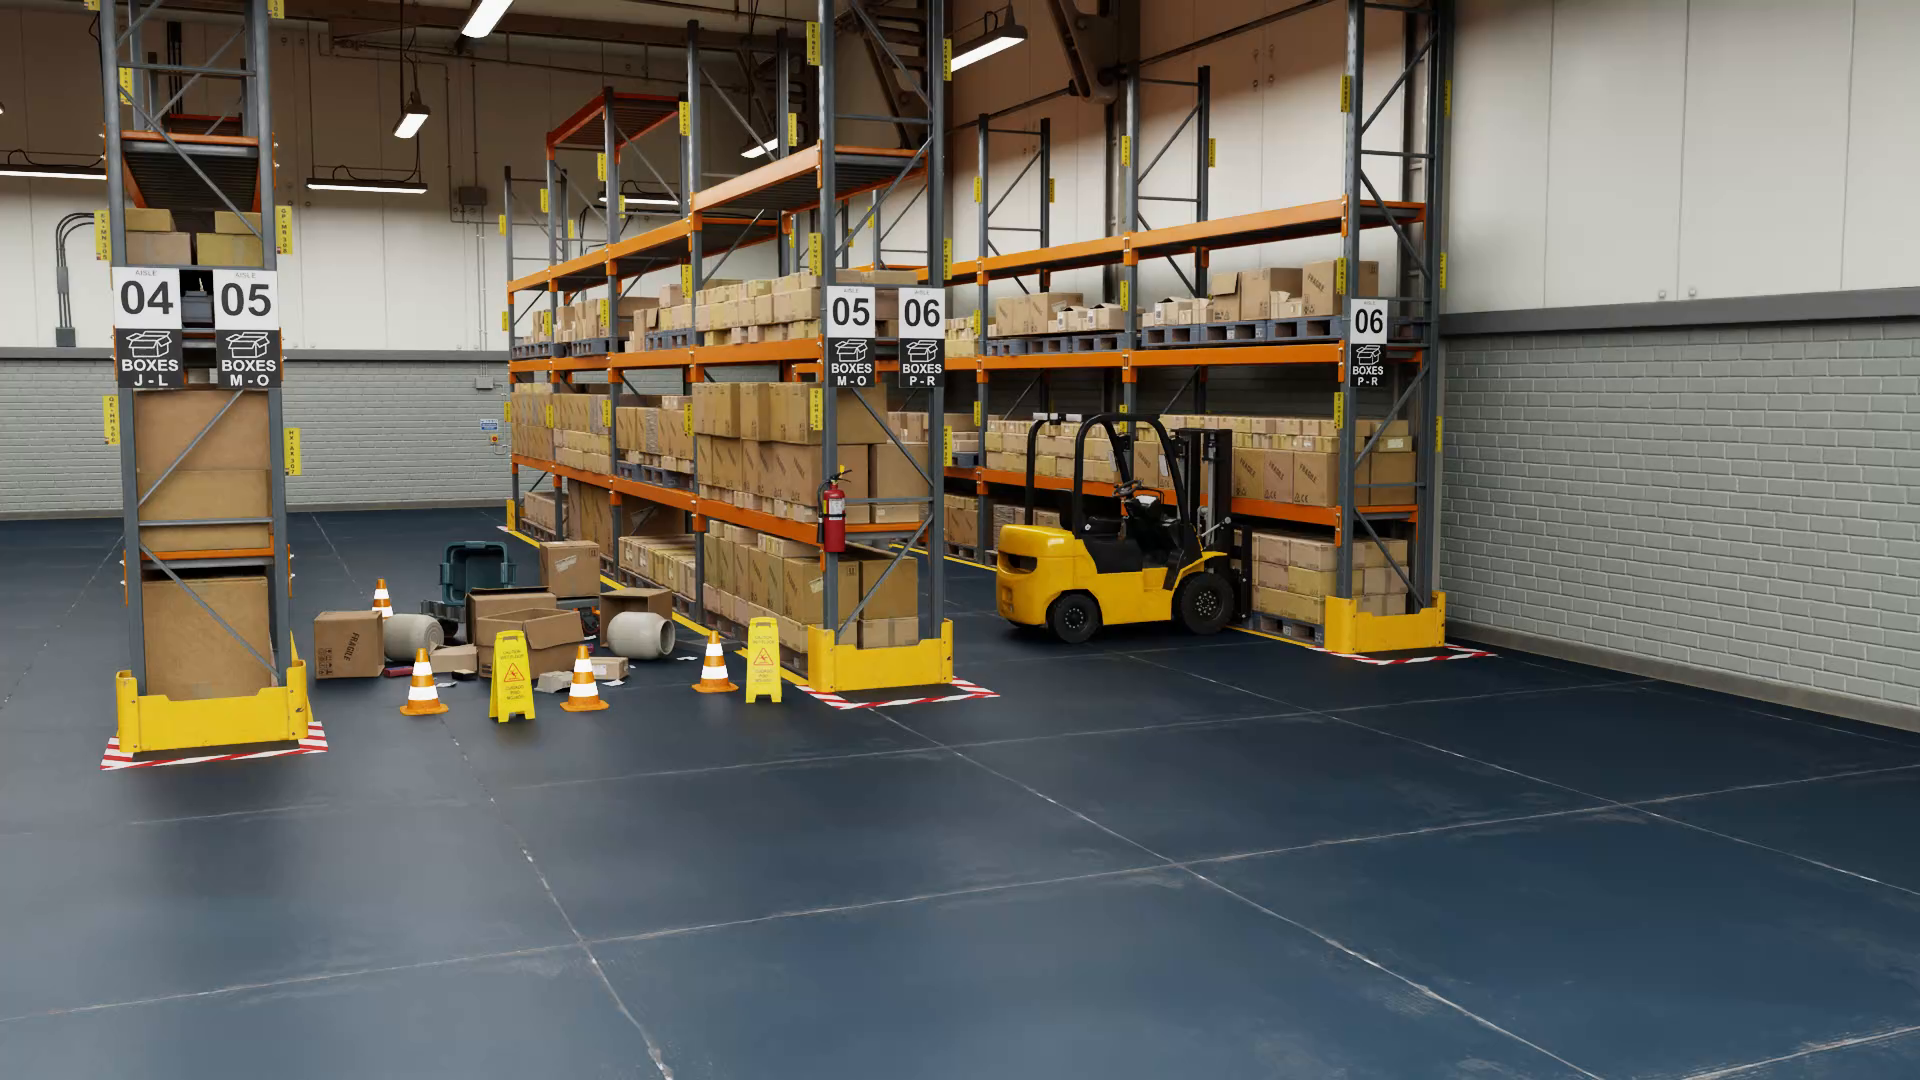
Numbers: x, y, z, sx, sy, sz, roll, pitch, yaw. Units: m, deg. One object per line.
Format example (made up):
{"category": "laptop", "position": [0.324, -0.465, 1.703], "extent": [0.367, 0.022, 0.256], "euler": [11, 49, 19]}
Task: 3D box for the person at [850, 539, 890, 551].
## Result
{"category": "person", "position": [-0.982, -0.091, 17.882], "extent": [0.541, 1.731, 0.405], "euler": [-2, 6, -23]}
